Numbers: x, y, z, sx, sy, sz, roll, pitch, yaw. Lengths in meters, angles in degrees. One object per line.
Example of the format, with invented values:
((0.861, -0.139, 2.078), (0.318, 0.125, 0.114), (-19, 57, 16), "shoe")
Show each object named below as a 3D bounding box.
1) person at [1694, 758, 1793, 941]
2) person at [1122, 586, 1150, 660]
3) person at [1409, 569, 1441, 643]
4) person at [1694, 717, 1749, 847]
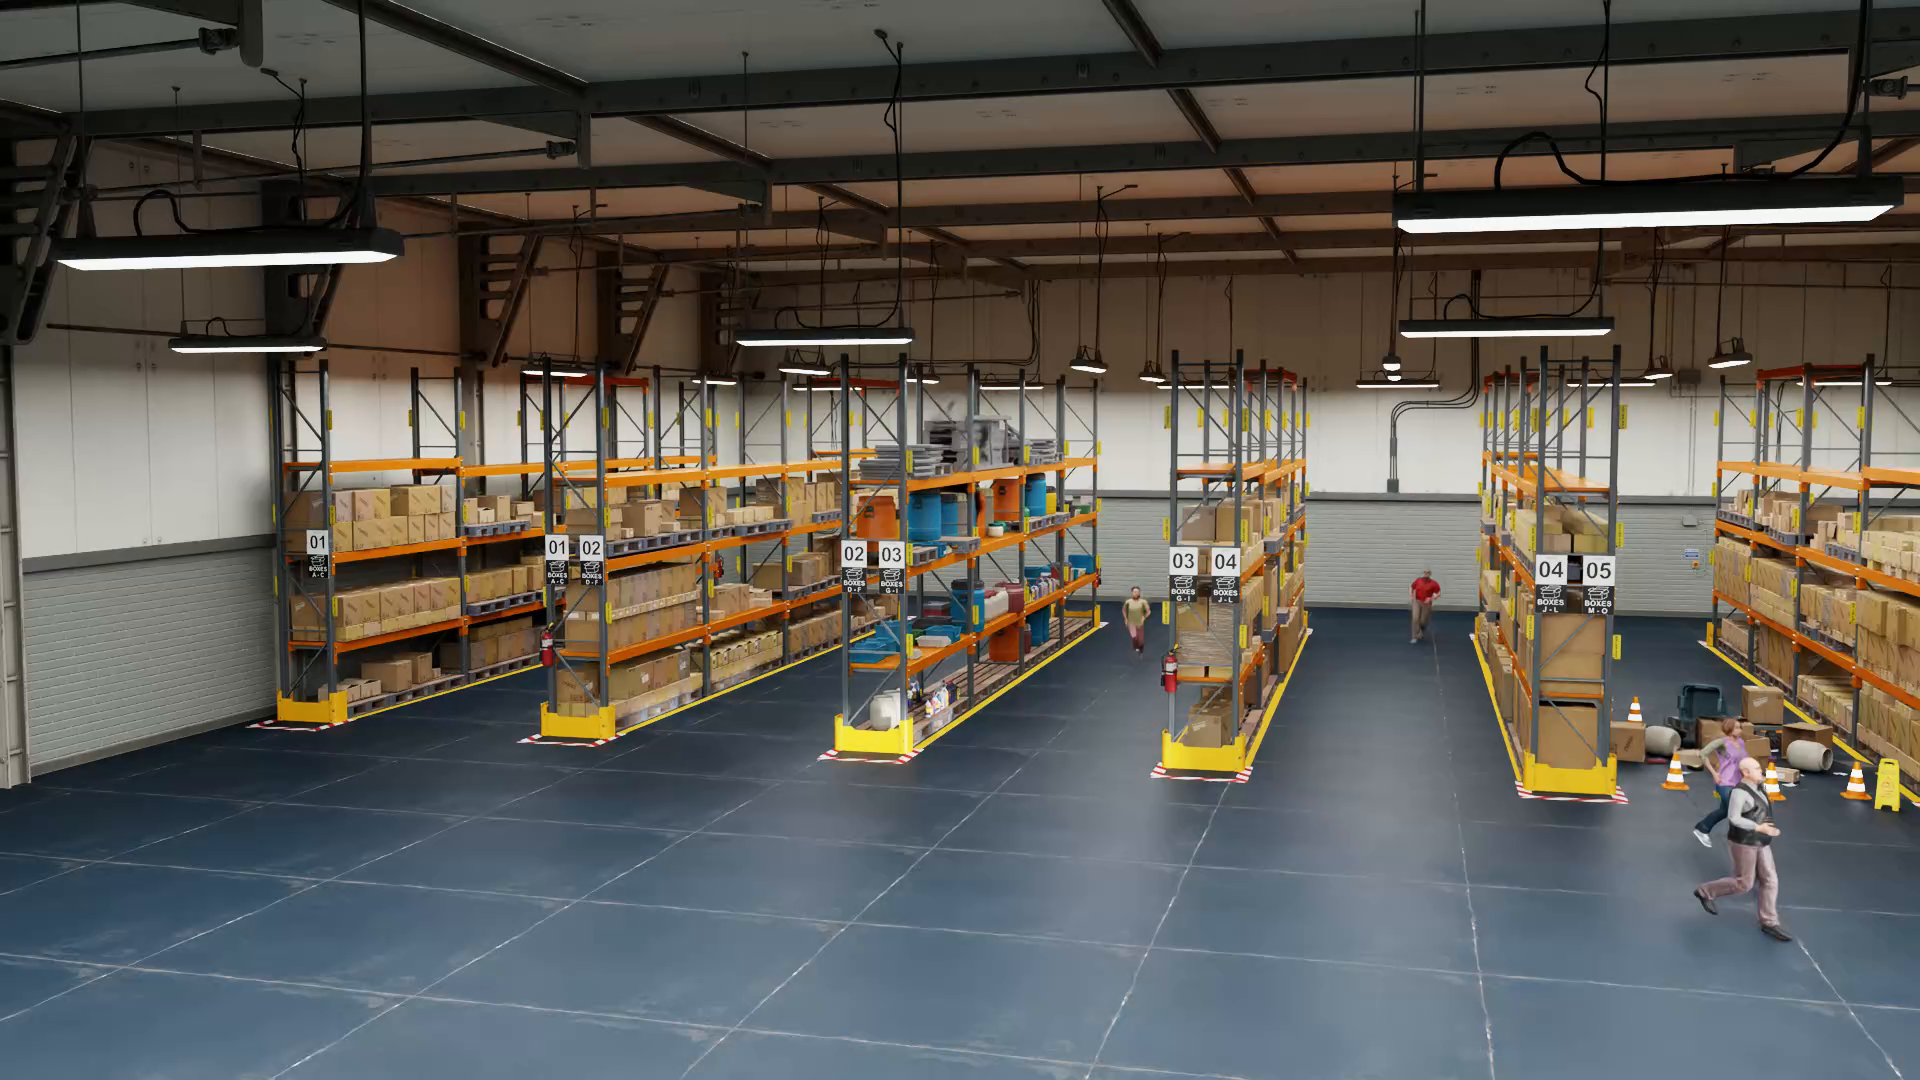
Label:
((7.687, 2.984, 16.258), (0.661, 1.723, 0.922), (-4, 5, -41), "person")
((3.580, 1.706, 33.874), (0.572, 1.537, 0.745), (1, 4, 8), "person")
((10.498, 1.482, 37.584), (0.705, 1.694, 0.727), (2, 5, 28), "person")
((8.767, 2.827, 19.015), (0.533, 1.629, 0.821), (-3, 5, -31), "person")
